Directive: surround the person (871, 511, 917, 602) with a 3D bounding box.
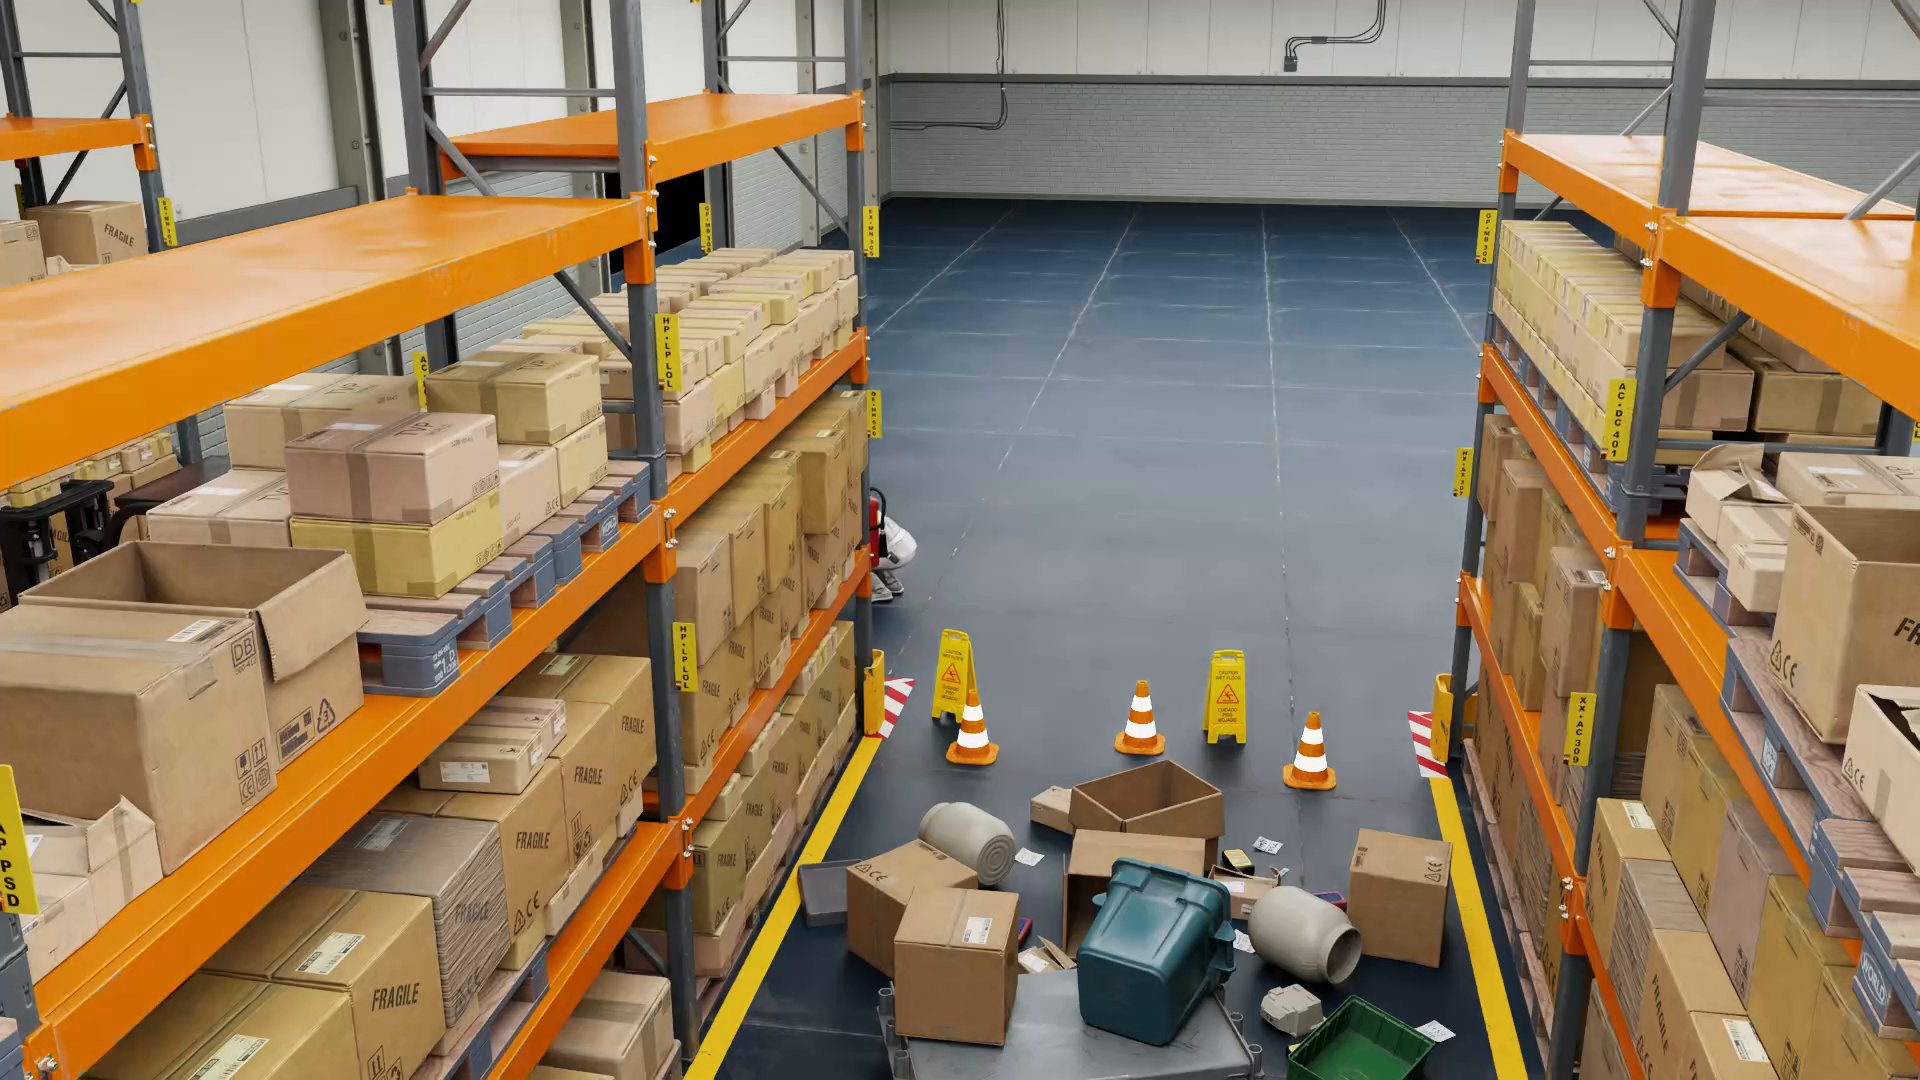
[{"bbox_3d":[-0.795,0.029,14.114,0.836,0.971,0.470,3,18,8],"label":"person"}]
